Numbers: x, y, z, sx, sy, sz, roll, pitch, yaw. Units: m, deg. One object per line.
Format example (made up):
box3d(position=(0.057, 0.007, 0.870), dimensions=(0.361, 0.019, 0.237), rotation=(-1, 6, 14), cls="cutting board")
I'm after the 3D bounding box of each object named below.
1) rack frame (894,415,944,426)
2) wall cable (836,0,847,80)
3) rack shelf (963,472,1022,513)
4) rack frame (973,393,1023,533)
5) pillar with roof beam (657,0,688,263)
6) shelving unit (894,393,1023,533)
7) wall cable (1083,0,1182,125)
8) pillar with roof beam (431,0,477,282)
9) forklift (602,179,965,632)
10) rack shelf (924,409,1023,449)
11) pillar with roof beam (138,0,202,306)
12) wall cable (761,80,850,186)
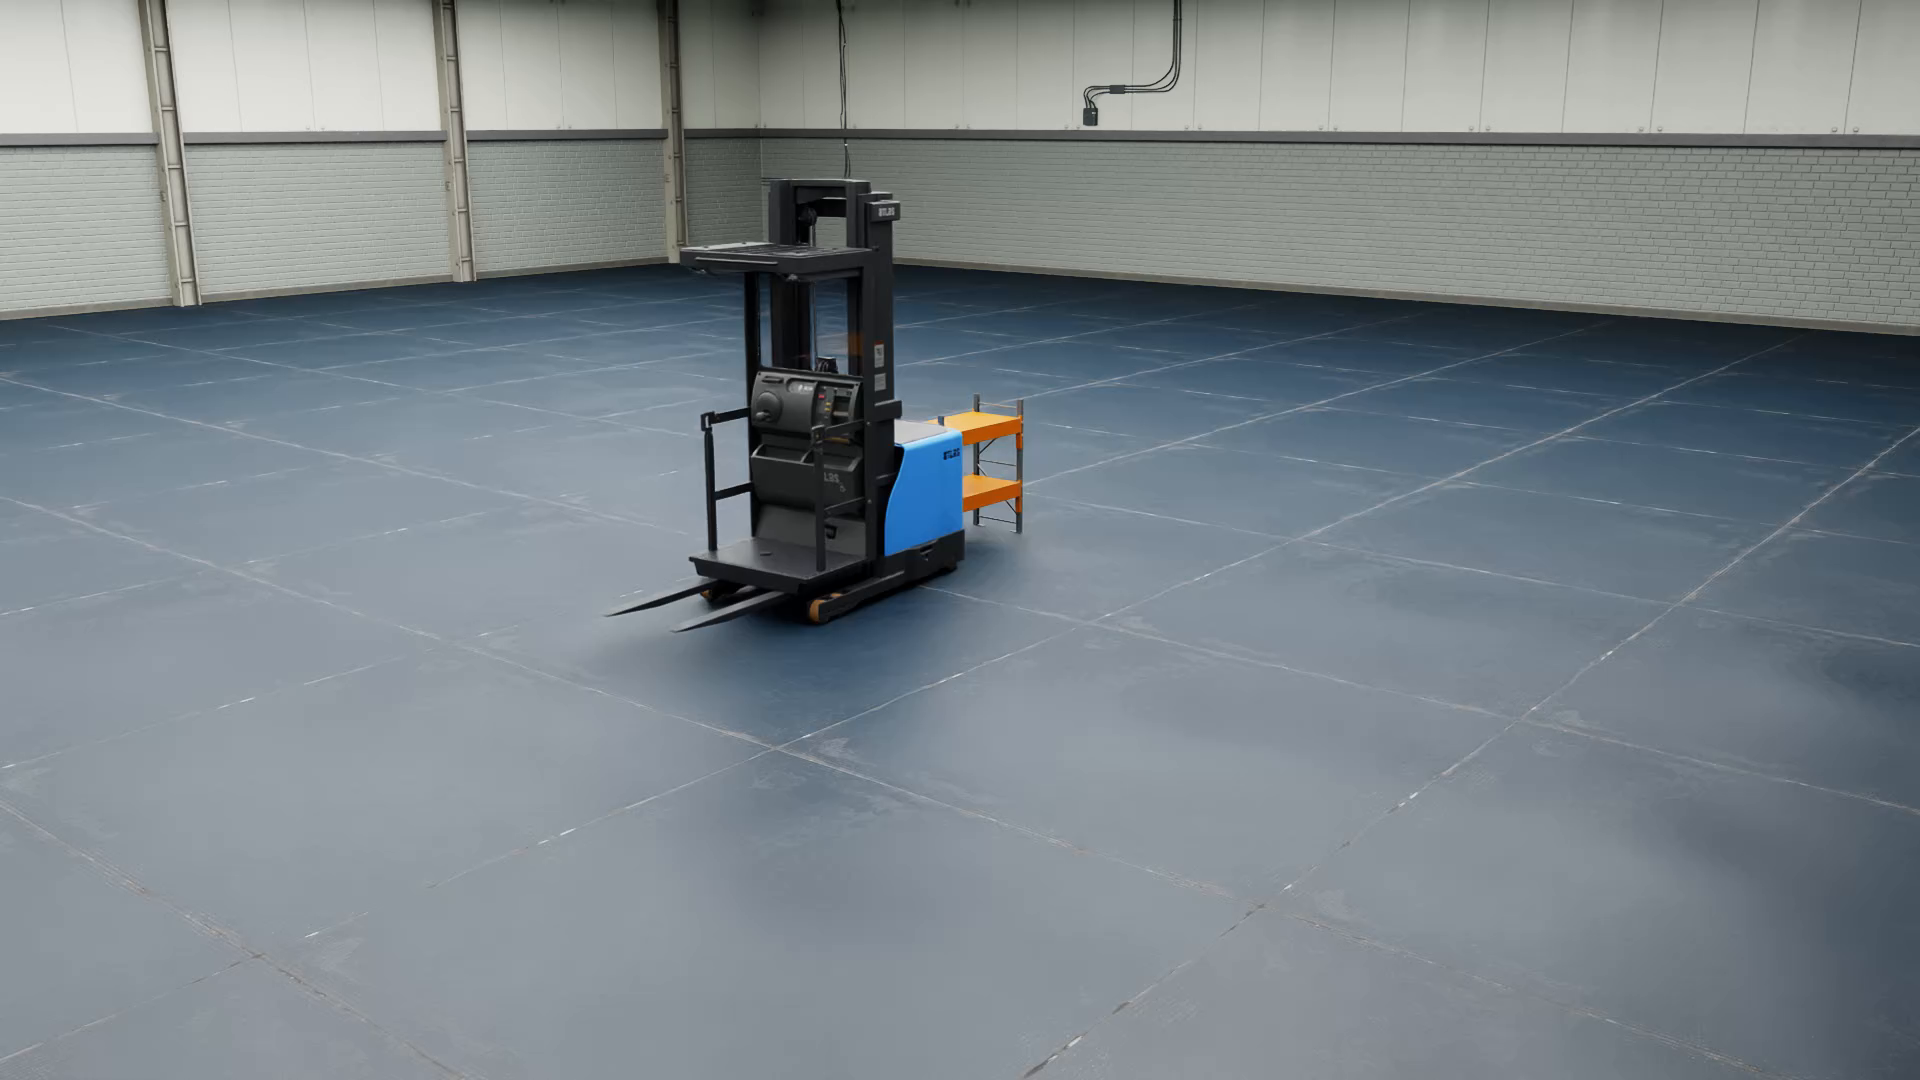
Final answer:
box3d(position=(-0.324, -0.447, 13.096), dimensions=(0.500, 1.125, 0.032), rotation=(11, 18, 38), cls="rack frame")
box3d(position=(-1.744, -11.885, 38.180), dimensions=(3.097, 2.526, 0.112), rotation=(11, 18, 38), cls="wall cable")
box3d(position=(-0.004, -0.307, 13.540), dimensions=(0.538, 0.278, 1.000), rotation=(11, 18, 38), cls="rack shelf")
box3d(position=(0.315, -0.641, 13.863), dimensions=(0.500, 1.125, 0.032), rotation=(11, 18, 38), cls="rack frame")
box3d(position=(-3.380, -10.335, 36.030), dimensions=(9.100, 9.000, 0.400), rotation=(11, 18, 38), cls="pillar with roof beam")
box3d(position=(-0.004, -0.544, 13.479), dimensions=(0.538, 1.125, 1.048), rotation=(11, 18, 38), cls="shelving unit")
box3d(position=(3.526, -11.537, 33.854), dimensions=(2.305, 6.003, 0.169), rotation=(11, 18, 38), cls="wall cable")
box3d(position=(-7.151, -9.186, 31.507), dimensions=(9.100, 9.000, 0.400), rotation=(11, 18, 38), cls="pillar with roof beam")
box3d(position=(-1.208, -0.983, 11.541), dimensions=(1.130, 2.935, 3.031), rotation=(10, 17, 33), cls="forklift")
box3d(position=(-0.004, -0.828, 13.407), dimensions=(0.538, 0.278, 1.000), rotation=(11, 18, 38), cls="rack shelf")
box3d(position=(-10.922, -8.037, 26.983), dimensions=(9.100, 9.000, 0.400), rotation=(11, 18, 38), cls="pillar with roof beam")
box3d(position=(-3.848, -9.856, 40.450), dimensions=(3.097, 2.526, 0.112), rotation=(11, 18, 38), cls="wall cable")
